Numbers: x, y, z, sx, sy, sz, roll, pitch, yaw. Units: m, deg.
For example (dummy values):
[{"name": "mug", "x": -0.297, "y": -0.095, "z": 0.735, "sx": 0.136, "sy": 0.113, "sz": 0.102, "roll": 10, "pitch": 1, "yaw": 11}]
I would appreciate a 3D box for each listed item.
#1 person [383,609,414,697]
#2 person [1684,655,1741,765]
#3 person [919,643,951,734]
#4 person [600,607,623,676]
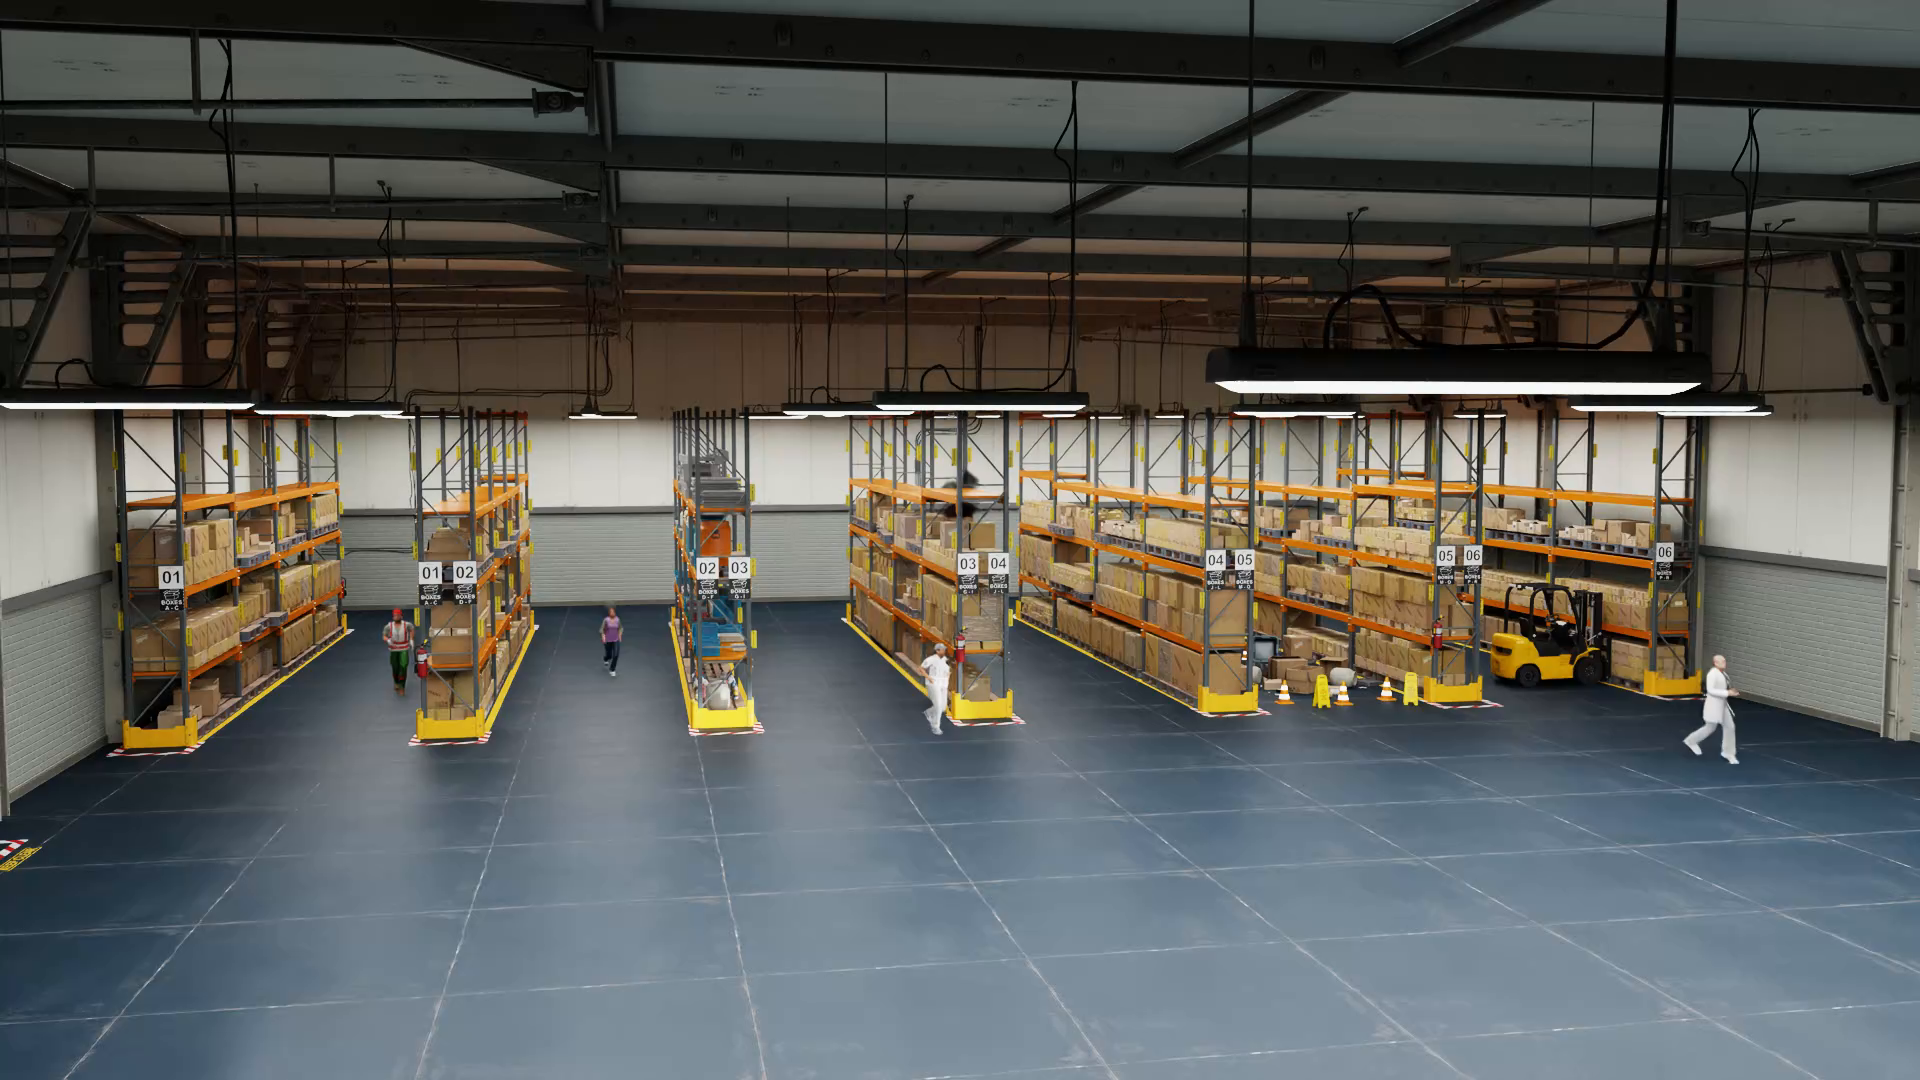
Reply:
[{"name": "person", "x": -11.803, "y": 2.349, "z": 34.956, "sx": 0.608, "sy": 1.833, "sz": 0.855, "roll": -1, "pitch": 4, "yaw": -11}, {"name": "person", "x": 12.719, "y": 2.857, "z": 28.082, "sx": 0.738, "sy": 1.853, "sz": 0.972, "roll": -4, "pitch": 5, "yaw": -42}, {"name": "person", "x": -0.407, "y": 2.735, "z": 30.923, "sx": 0.634, "sy": 1.646, "sz": 0.821, "roll": -4, "pitch": 6, "yaw": -44}, {"name": "person", "x": -7.887, "y": 2.282, "z": 37.617, "sx": 0.522, "sy": 1.554, "sz": 0.598, "roll": -2, "pitch": 4, "yaw": -24}]
